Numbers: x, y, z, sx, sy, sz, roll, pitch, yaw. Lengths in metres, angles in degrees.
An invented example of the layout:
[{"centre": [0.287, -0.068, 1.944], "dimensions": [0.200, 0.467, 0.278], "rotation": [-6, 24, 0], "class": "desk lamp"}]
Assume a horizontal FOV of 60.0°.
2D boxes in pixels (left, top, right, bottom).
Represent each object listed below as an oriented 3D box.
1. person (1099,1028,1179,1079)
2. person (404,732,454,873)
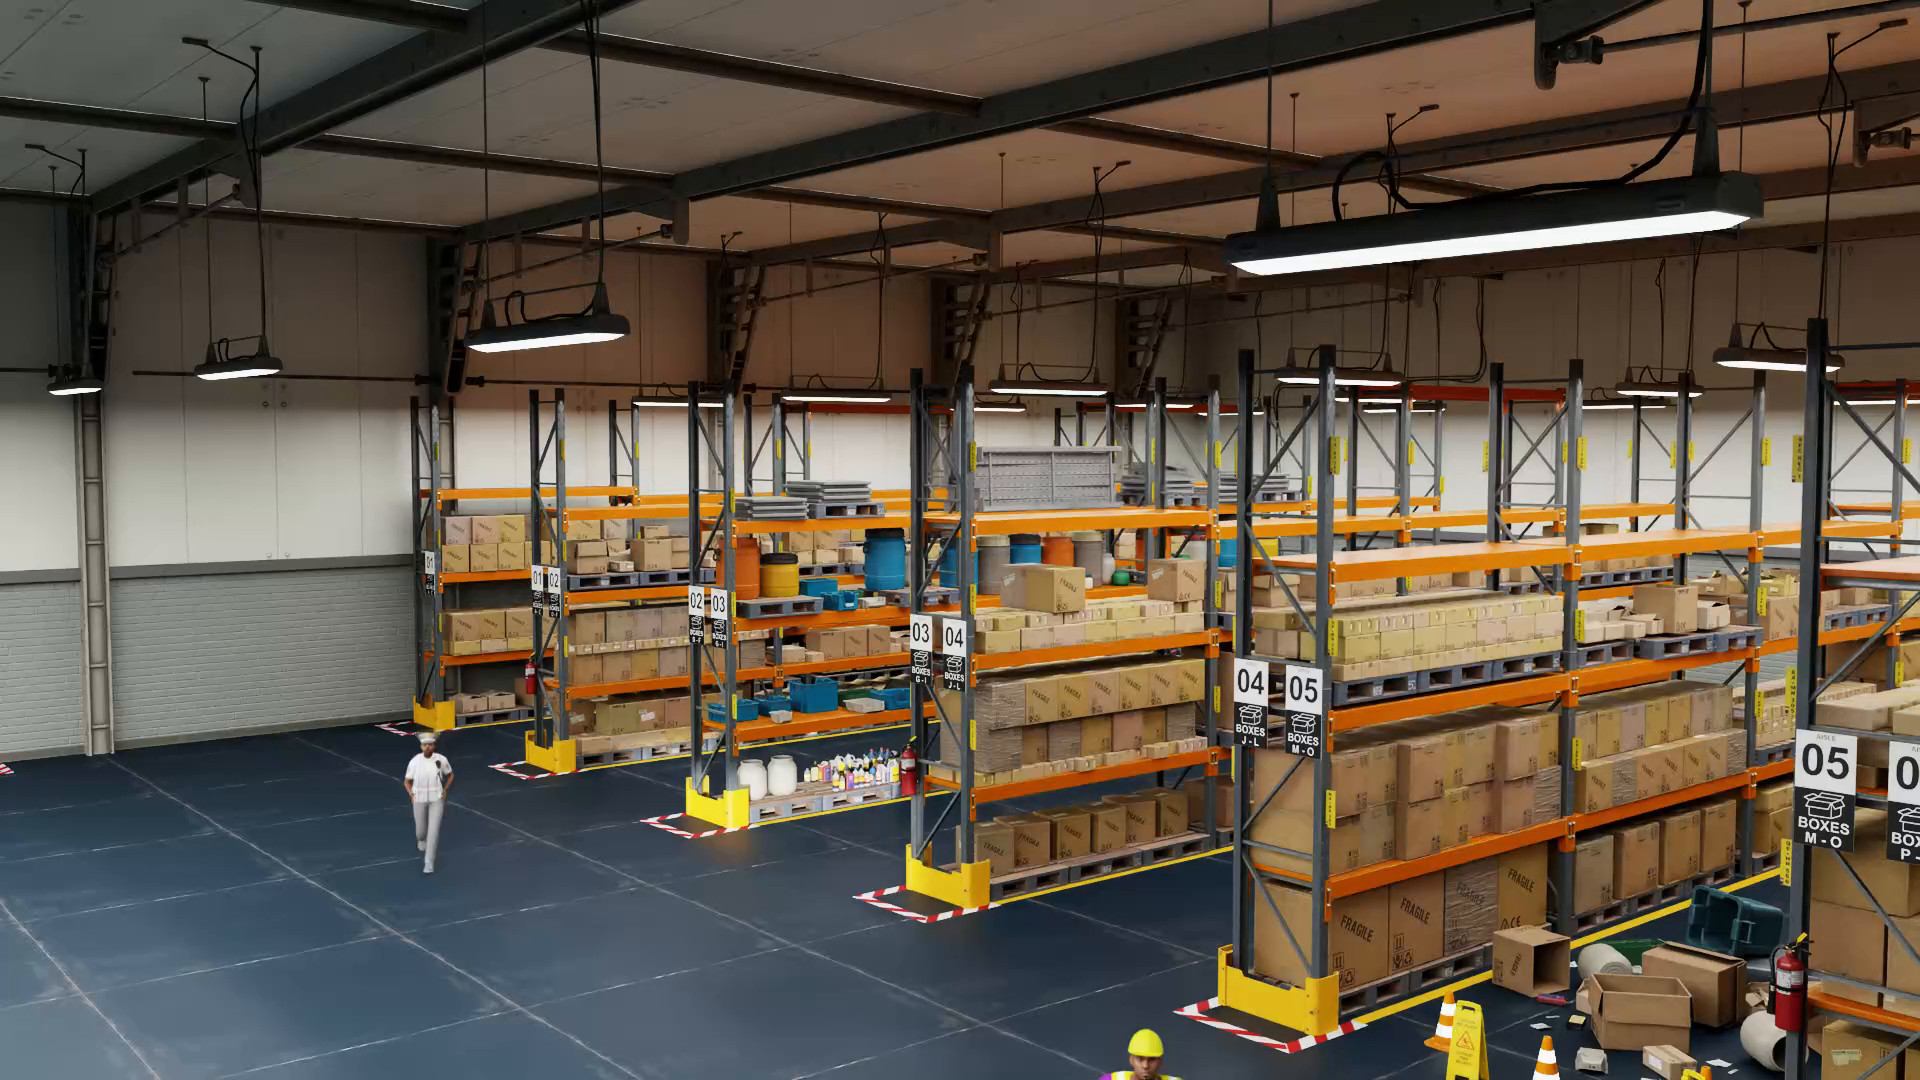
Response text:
[{"centre": [1.049, 3.719, 9.555], "dimensions": [0.670, 1.824, 0.757], "rotation": [0, 3, 2], "class": "person"}, {"centre": [-6.426, 3.148, 20.146], "dimensions": [0.577, 1.659, 0.737], "rotation": [-1, 4, -17], "class": "person"}]
